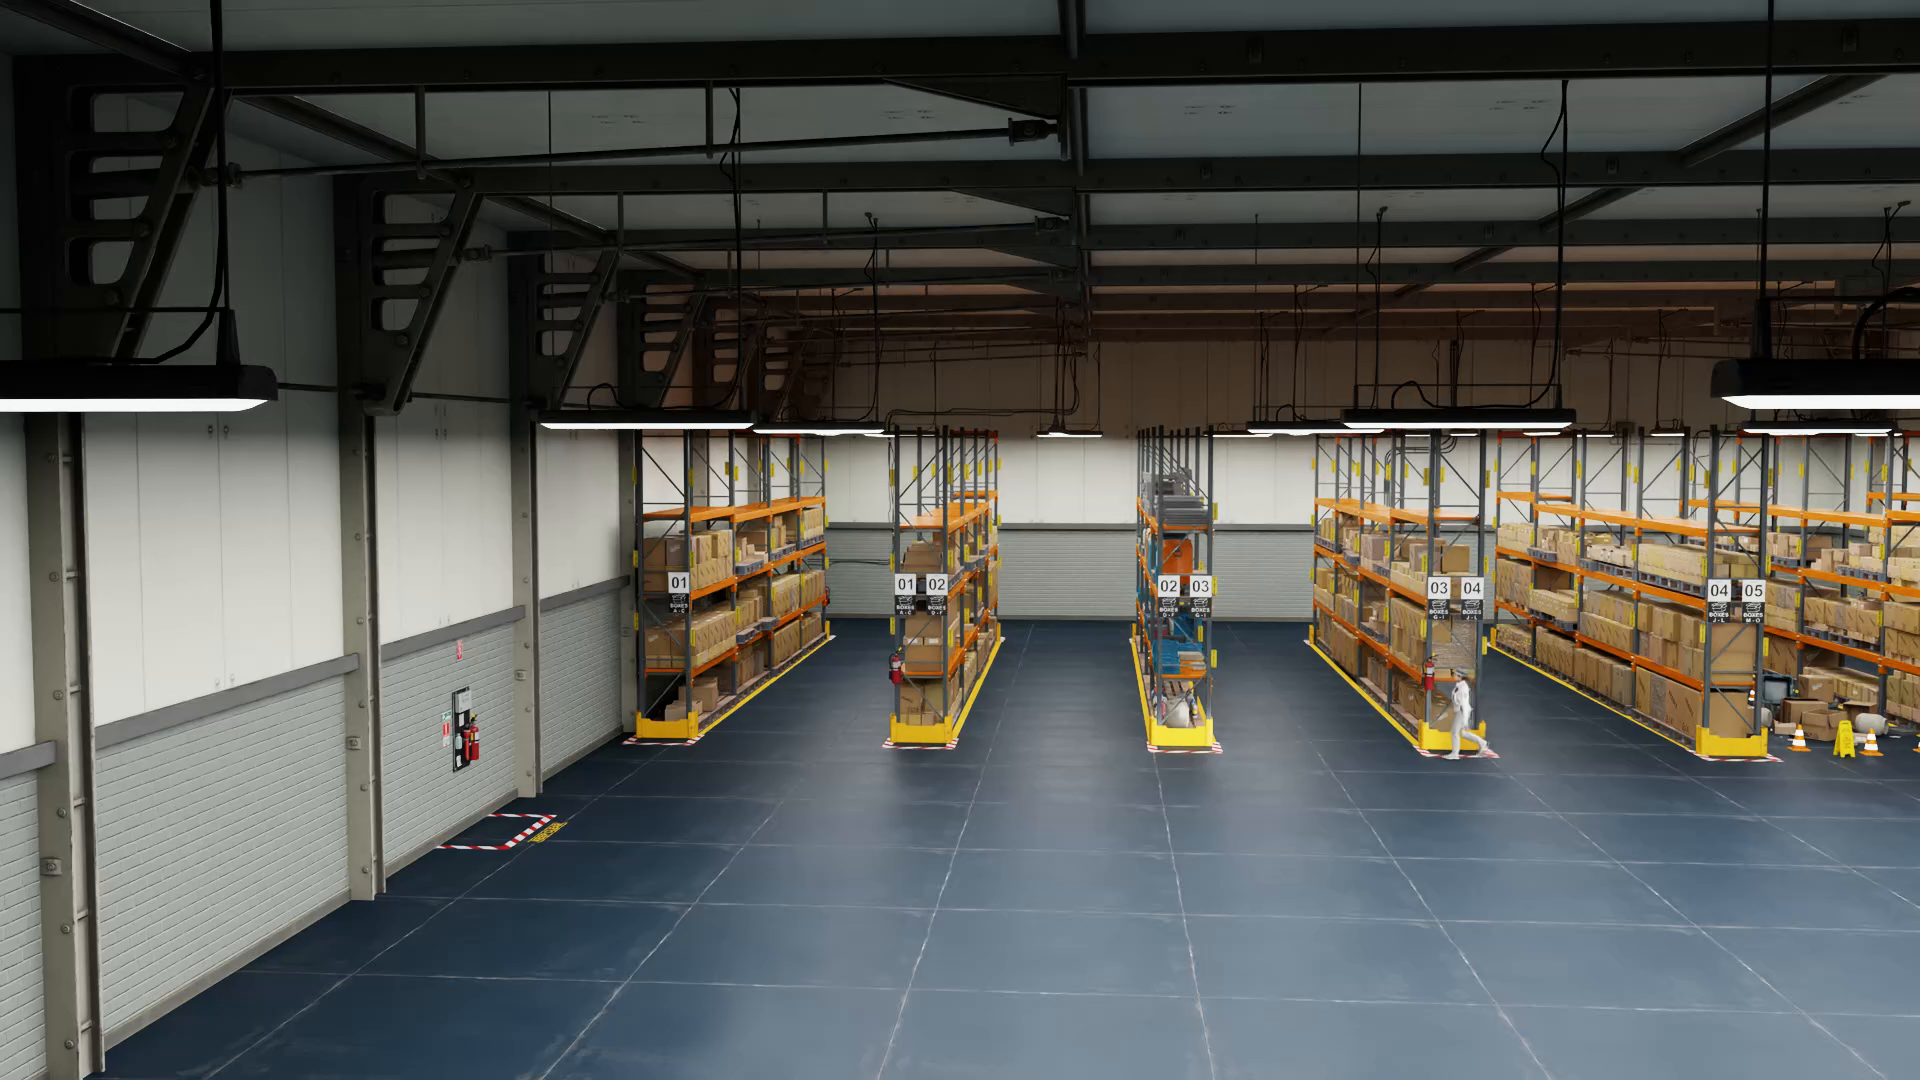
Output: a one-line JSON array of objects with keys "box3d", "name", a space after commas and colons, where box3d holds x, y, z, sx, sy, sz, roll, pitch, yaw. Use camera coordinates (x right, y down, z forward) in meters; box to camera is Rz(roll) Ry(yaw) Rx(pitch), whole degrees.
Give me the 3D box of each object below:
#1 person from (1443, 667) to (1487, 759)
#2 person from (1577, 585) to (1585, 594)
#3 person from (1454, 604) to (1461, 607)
[{"box3d": [9.045, 3.093, 29.766, 0.789, 1.649, 0.511, 0, 3, 2], "name": "person"}, {"box3d": [17.063, 2.092, 45.690, 0.574, 1.774, 0.457, -2, 4, -28], "name": "person"}, {"box3d": [13.173, 2.191, 44.860, 0.691, 1.685, 0.632, 1, 4, 13], "name": "person"}]
